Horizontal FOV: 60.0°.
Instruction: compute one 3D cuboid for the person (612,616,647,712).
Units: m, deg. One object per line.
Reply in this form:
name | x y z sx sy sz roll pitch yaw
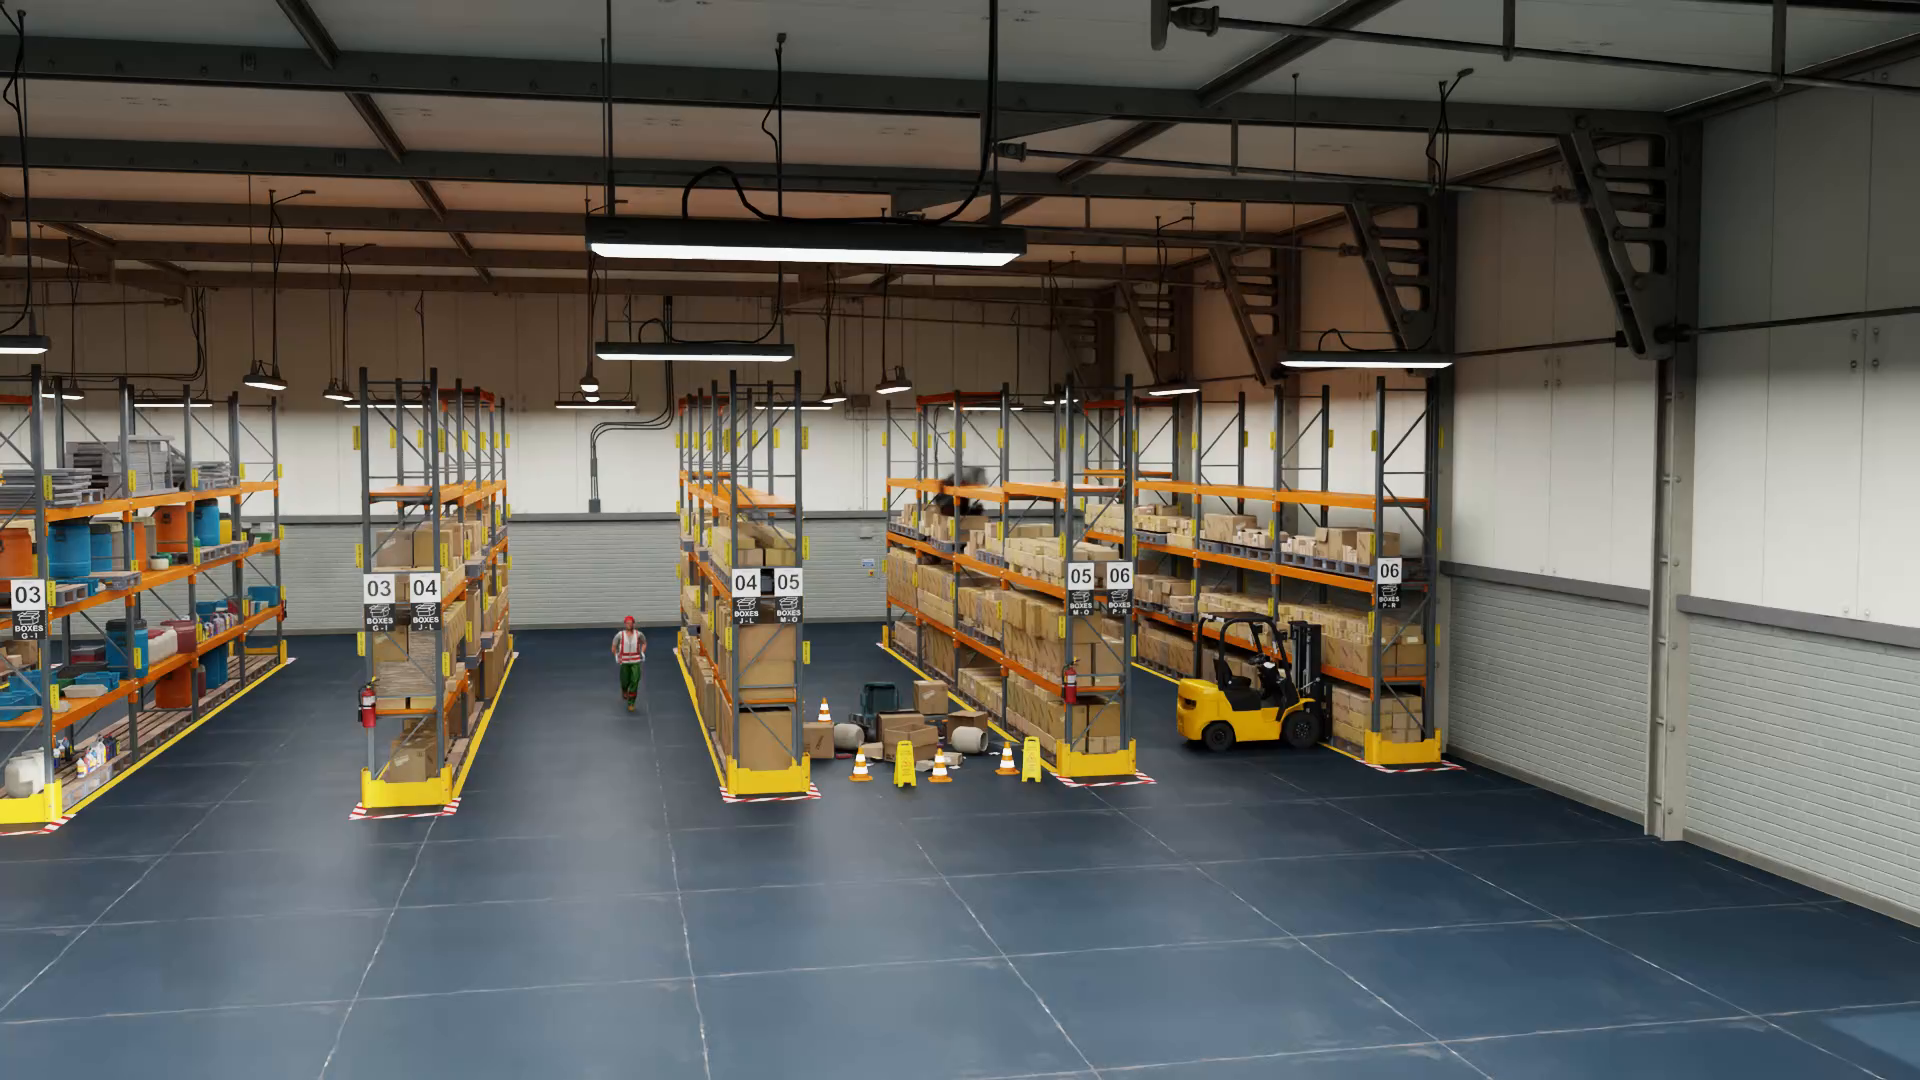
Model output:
person | -6.153 2.286 31.019 0.661 1.761 0.788 -1 4 -16
